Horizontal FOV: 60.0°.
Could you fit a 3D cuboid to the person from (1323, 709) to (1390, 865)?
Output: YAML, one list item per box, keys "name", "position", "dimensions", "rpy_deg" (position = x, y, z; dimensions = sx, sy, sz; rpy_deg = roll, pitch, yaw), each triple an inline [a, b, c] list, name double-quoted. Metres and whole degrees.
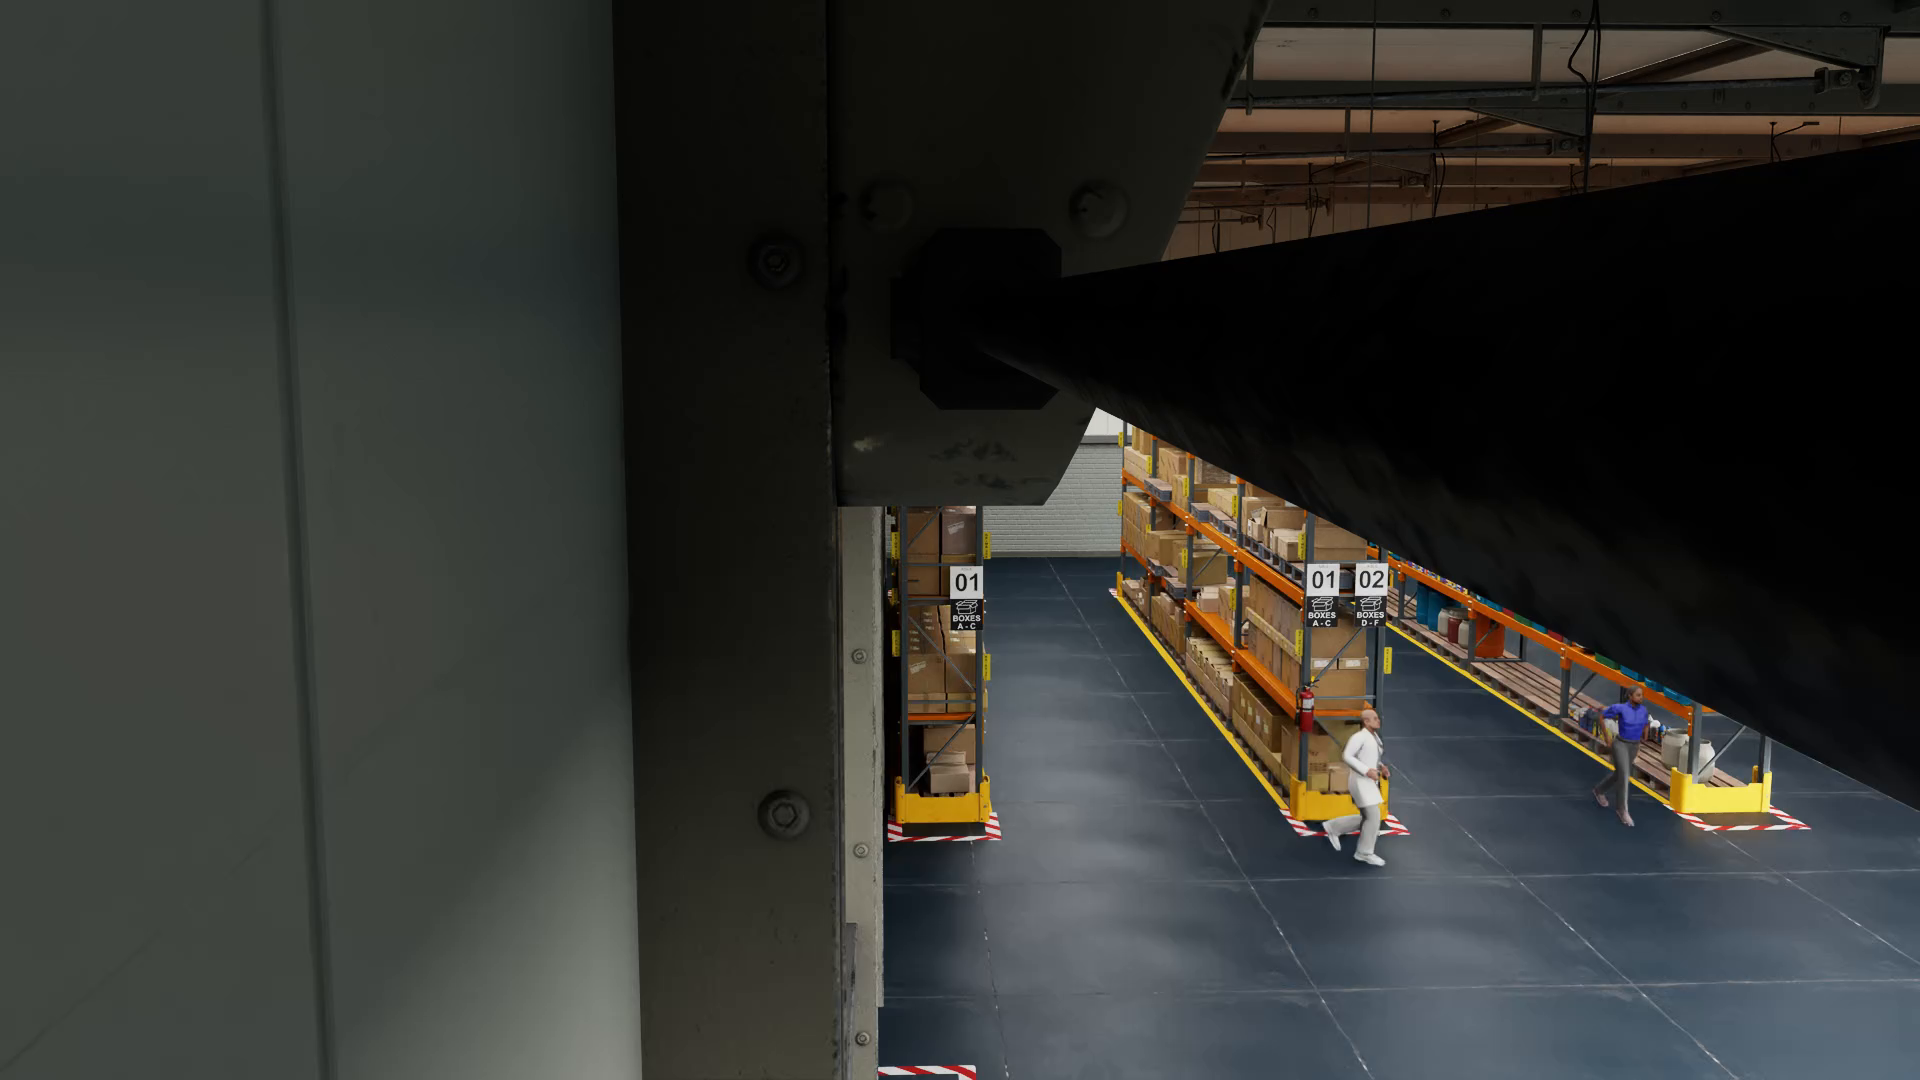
- name: "person"
  position: [4.614, 2.811, 19.192]
  dimensions: [0.787, 1.743, 0.752]
  rpy_deg: [5, 10, 33]

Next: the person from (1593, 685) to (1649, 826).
- name: "person"
  position: [8.298, 2.622, 20.758]
  dimensions: [0.586, 1.673, 0.881]
  rpy_deg: [-3, 9, -20]
